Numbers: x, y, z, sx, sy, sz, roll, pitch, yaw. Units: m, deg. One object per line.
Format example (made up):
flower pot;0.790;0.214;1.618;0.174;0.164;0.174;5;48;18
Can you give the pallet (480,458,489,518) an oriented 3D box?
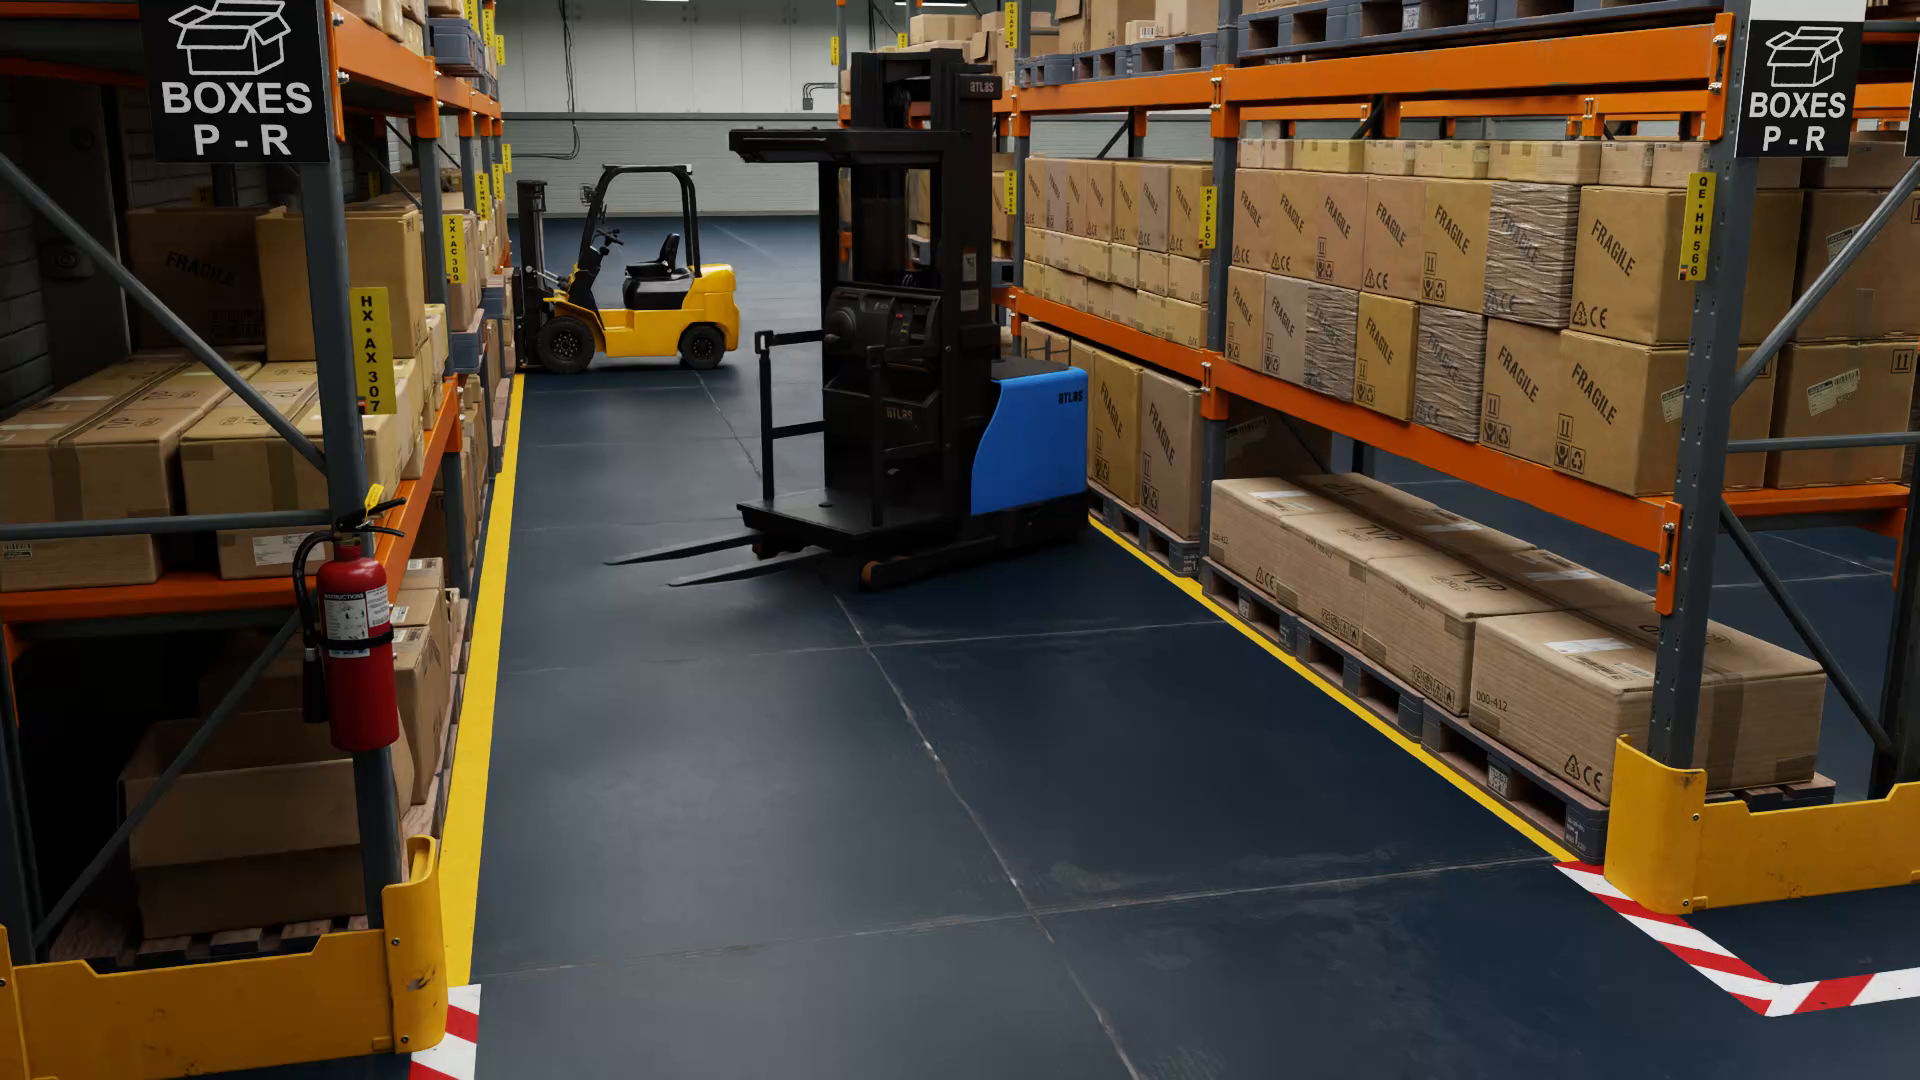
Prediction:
pallet;-3.772;-0.347;11.404;1.003;0.211;1.213;-3;14;-13

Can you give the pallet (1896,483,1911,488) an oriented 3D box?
pallet;6.456;-0.355;11.436;1.003;0.211;1.213;-3;14;-13

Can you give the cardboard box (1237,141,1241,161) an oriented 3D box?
cardboard box;3.871;-4.808;21.196;0.875;0.550;0.550;-3;14;-13

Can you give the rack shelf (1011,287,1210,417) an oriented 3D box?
rack shelf;1.383;-1.343;11.119;1.077;0.370;4.000;-3;14;-13

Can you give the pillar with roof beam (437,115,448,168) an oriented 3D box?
pillar with roof beam;-5.136;-9.433;30.079;9.100;9.000;0.400;-3;14;-13

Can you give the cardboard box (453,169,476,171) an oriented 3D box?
cardboard box;-5.339;-3.983;18.207;0.380;0.149;0.250;-3;14;-13

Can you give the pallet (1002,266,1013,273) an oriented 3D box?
pallet;0.408;-2.515;14.805;1.003;0.211;1.213;-3;14;-13

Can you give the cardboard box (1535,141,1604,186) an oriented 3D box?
cardboard box;2.287;-1.341;5.913;0.380;0.149;0.250;-3;14;-14

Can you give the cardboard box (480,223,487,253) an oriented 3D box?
cardboard box;-3.894;-2.278;12.693;0.500;0.250;0.500;-3;14;-11

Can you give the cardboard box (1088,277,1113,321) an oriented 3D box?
cardboard box;1.158;-1.601;10.978;0.500;0.250;0.500;-3;14;-13

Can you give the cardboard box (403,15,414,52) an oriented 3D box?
cardboard box;-2.491;-2.103;6.924;0.380;0.149;0.250;-3;14;-11

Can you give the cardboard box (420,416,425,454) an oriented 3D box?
cardboard box;-2.179;-0.359;6.107;0.380;0.149;0.250;-3;14;-12

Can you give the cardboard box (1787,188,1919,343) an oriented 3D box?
cardboard box;2.956;-0.969;5.756;0.500;0.500;0.500;-4;14;-14

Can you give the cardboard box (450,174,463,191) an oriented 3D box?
cardboard box;-4.637;-3.397;15.808;0.380;0.149;0.250;-3;14;-12

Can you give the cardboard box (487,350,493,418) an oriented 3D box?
cardboard box;-4.205;-1.222;13.226;0.875;0.625;0.625;-3;14;-11

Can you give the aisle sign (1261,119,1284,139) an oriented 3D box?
aisle sign;4.097;-5.594;21.528;0.394;0.787;0.004;-3;14;-13

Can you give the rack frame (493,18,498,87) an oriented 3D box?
rack frame;-5.790;-6.636;18.628;1.000;3.000;0.127;-3;14;-13

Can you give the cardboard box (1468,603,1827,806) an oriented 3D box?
cardboard box;2.540;0.586;6.223;0.875;0.438;0.875;-4;14;-15

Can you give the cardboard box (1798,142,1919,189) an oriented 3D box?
cardboard box;2.977;-1.255;5.559;0.380;0.149;0.250;-3;14;-12

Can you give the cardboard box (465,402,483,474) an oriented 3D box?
cardboard box;-3.495;-0.664;11.208;0.500;0.500;0.500;-3;14;-14

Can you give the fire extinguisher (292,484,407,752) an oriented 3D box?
fire extinguisher;-1.548;0.196;4.252;0.296;0.674;0.183;-3;14;-13

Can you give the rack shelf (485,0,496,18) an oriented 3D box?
rack shelf;-5.320;-5.631;16.873;1.077;0.370;4.000;-3;14;-13

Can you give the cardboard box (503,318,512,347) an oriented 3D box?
cardboard box;-4.664;-2.039;16.308;0.500;0.250;0.500;-3;14;-13

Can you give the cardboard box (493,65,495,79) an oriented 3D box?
cardboard box;-5.300;-5.135;18.239;0.380;0.149;0.250;-4;14;-15

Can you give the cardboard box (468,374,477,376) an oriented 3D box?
cardboard box;-3.549;-1.081;11.548;0.380;0.149;0.250;-4;14;-16

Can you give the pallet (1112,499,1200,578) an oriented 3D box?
pallet;1.598;-0.050;10.188;1.003;0.211;1.213;-3;14;-13

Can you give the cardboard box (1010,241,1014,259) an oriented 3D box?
cardboard box;0.607;-2.298;13.158;0.380;0.149;0.250;-3;14;-11

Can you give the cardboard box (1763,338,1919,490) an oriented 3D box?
cardboard box;2.958;-0.483;5.875;0.500;0.500;0.500;-3;14;-14

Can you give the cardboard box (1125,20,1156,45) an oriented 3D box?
cardboard box;1.262;-3.206;10.518;0.380;0.166;0.250;-2;14;-8

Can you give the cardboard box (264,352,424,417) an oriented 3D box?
cardboard box;-2.259;-0.572;6.137;0.500;0.250;0.500;-4;14;-15

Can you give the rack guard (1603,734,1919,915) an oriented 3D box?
rack guard;2.797;0.912;5.642;1.175;0.500;0.348;-3;14;-13

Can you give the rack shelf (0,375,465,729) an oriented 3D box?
rack shelf;-2.502;-0.143;6.206;1.077;0.370;4.000;-3;14;-13

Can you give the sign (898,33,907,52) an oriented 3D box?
sign;-0.552;-4.753;16.151;0.100;0.325;0.005;-3;14;-13

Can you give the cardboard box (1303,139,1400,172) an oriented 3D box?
cardboard box;1.850;-1.817;7.862;0.380;0.149;0.250;-3;14;-14

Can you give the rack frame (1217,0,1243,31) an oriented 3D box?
rack frame;1.852;-4.145;8.433;1.000;3.000;0.127;-3;14;-13

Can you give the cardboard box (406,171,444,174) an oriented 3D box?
cardboard box;-5.518;-3.721;17.135;0.380;0.149;0.250;-3;14;-12

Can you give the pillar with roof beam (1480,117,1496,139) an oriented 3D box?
pillar with roof beam;12.886;-14.862;52.297;9.100;9.000;0.548;-3;14;-13

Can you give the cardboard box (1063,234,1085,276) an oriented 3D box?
cardboard box;1.017;-1.958;11.384;0.500;0.250;0.500;-3;14;-13

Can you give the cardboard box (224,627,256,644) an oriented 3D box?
cardboard box;-3.046;0.314;7.601;0.500;0.311;0.500;-3;14;-11

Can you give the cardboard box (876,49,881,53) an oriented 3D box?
cardboard box;-0.683;-5.155;17.738;0.380;0.149;0.250;-3;14;-13

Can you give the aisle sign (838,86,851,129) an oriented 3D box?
aisle sign;-1.282;-5.259;20.156;0.394;0.787;0.004;-3;14;-13

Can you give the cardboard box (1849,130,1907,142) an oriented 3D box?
cardboard box;9.657;-3.933;18.057;1.000;1.000;1.000;-3;14;-13

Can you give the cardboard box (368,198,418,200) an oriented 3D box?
cardboard box;-4.728;-2.773;13.878;0.380;0.149;0.250;-3;14;-14

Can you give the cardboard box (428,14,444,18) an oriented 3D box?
cardboard box;-2.837;-2.747;8.463;0.380;0.149;0.250;-3;14;-13

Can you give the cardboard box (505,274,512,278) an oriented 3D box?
cardboard box;-5.125;-2.754;18.180;0.500;0.250;0.500;-3;14;-12

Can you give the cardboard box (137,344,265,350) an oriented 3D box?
cardboard box;-2.874;-0.661;6.503;0.500;0.250;0.500;-3;14;-12

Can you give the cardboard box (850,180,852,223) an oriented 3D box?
cardboard box;-1.000;-3.948;19.430;0.500;0.500;0.500;-3;14;-11

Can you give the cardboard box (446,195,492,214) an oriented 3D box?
cardboard box;-4.279;-2.925;14.502;0.380;0.149;0.250;-4;14;-15

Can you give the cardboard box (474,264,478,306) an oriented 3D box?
cardboard box;-2.925;-1.434;9.375;0.396;0.266;0.258;-3;14;-10

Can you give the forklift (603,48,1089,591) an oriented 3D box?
forklift;-0.608;-1.278;9.484;3.031;2.935;1.130;-13;19;-42

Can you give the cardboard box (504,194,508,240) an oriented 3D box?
cardboard box;-5.419;-3.671;18.924;0.500;0.500;0.500;-4;14;-14

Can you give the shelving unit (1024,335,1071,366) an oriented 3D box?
shelving unit;0.563;-0.719;10.840;0.258;1.200;0.189;-12;18;-42

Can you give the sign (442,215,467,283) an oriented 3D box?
sign;-2.446;-1.406;8.038;0.100;0.325;0.005;-3;14;-13
